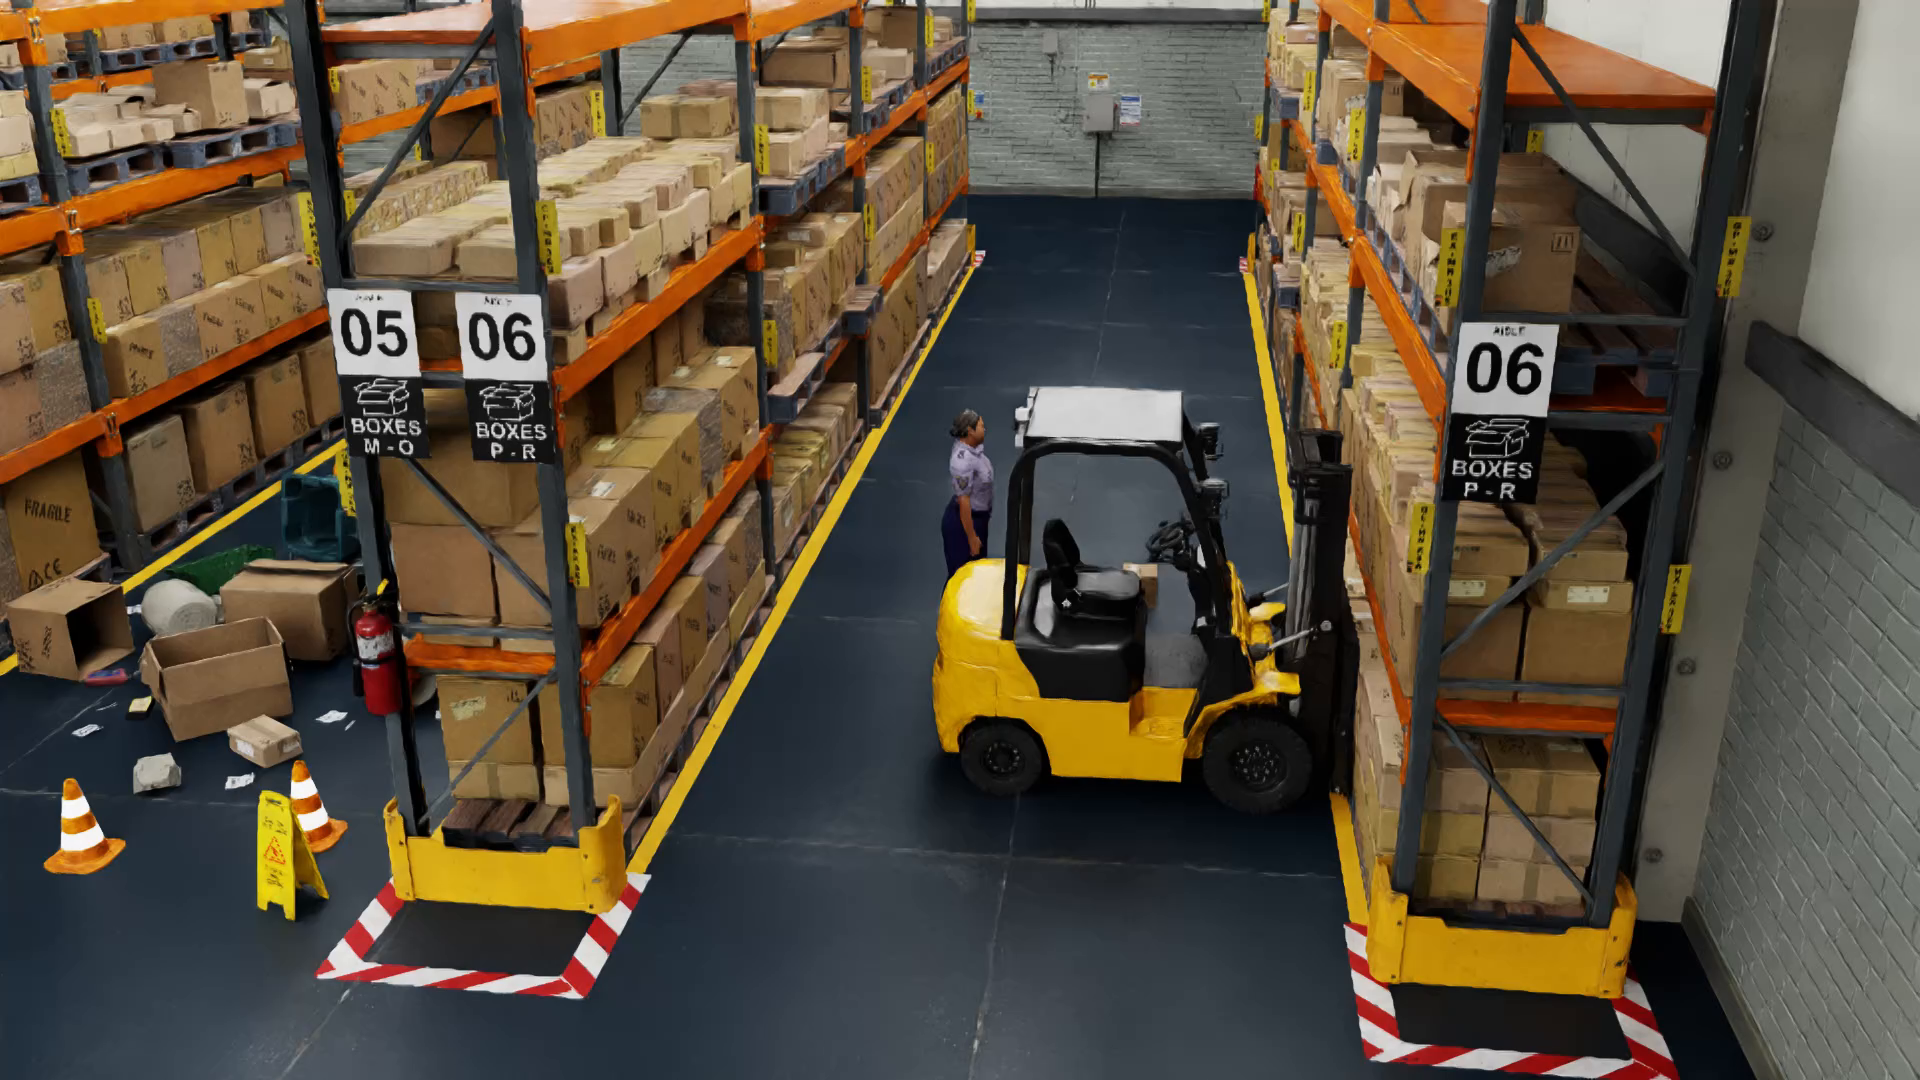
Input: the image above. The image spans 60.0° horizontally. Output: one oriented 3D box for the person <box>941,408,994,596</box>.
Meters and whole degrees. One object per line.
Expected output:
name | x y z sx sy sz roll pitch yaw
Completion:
person | 0.070 -0.098 11.288 0.401 1.654 0.624 3 21 7
